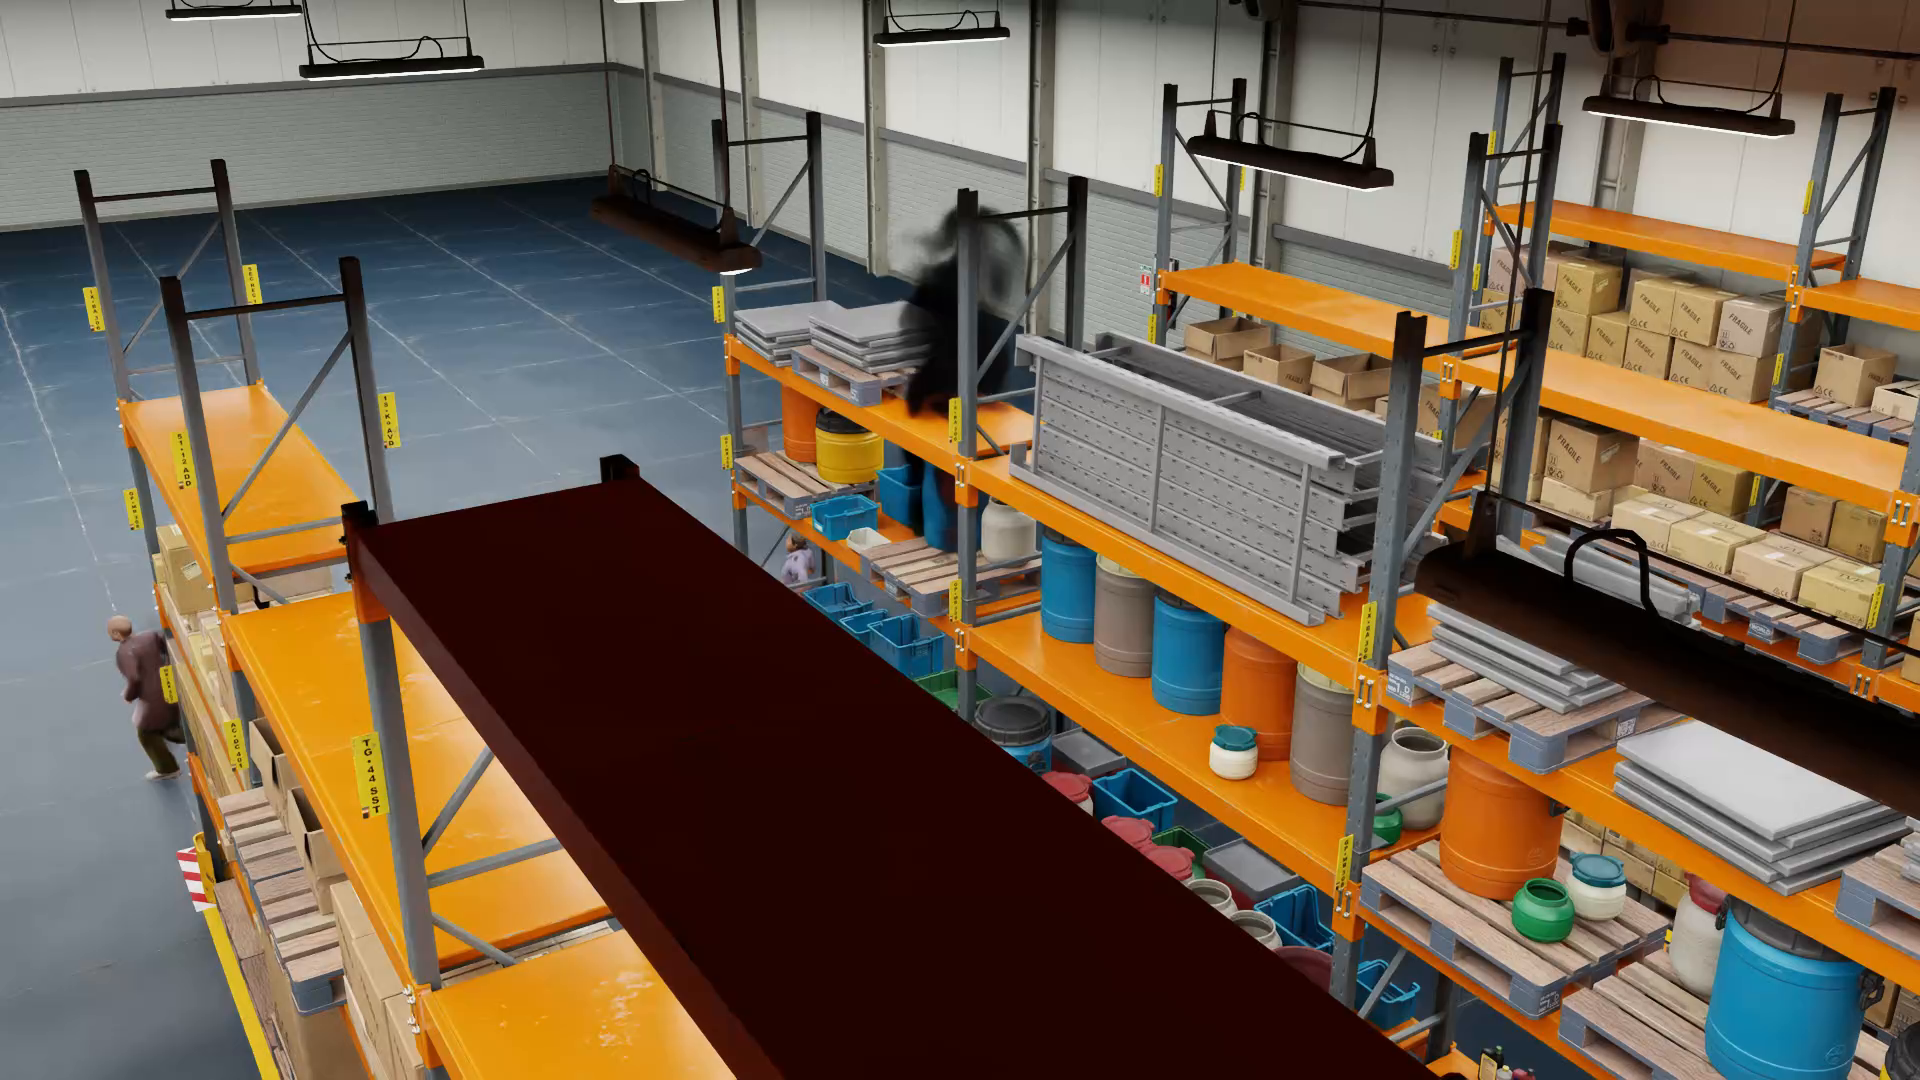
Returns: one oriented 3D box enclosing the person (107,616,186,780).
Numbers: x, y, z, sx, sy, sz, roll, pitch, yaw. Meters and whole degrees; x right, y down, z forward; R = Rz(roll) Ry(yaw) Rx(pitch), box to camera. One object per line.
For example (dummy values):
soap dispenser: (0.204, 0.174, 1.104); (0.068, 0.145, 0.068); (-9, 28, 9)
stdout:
person: (-7.333, 1.514, 15.421); (0.899, 1.705, 0.713); (0, 22, 0)

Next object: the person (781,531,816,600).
person: (-1.697, 0.650, 17.629); (0.491, 1.601, 0.595); (3, 22, 7)
